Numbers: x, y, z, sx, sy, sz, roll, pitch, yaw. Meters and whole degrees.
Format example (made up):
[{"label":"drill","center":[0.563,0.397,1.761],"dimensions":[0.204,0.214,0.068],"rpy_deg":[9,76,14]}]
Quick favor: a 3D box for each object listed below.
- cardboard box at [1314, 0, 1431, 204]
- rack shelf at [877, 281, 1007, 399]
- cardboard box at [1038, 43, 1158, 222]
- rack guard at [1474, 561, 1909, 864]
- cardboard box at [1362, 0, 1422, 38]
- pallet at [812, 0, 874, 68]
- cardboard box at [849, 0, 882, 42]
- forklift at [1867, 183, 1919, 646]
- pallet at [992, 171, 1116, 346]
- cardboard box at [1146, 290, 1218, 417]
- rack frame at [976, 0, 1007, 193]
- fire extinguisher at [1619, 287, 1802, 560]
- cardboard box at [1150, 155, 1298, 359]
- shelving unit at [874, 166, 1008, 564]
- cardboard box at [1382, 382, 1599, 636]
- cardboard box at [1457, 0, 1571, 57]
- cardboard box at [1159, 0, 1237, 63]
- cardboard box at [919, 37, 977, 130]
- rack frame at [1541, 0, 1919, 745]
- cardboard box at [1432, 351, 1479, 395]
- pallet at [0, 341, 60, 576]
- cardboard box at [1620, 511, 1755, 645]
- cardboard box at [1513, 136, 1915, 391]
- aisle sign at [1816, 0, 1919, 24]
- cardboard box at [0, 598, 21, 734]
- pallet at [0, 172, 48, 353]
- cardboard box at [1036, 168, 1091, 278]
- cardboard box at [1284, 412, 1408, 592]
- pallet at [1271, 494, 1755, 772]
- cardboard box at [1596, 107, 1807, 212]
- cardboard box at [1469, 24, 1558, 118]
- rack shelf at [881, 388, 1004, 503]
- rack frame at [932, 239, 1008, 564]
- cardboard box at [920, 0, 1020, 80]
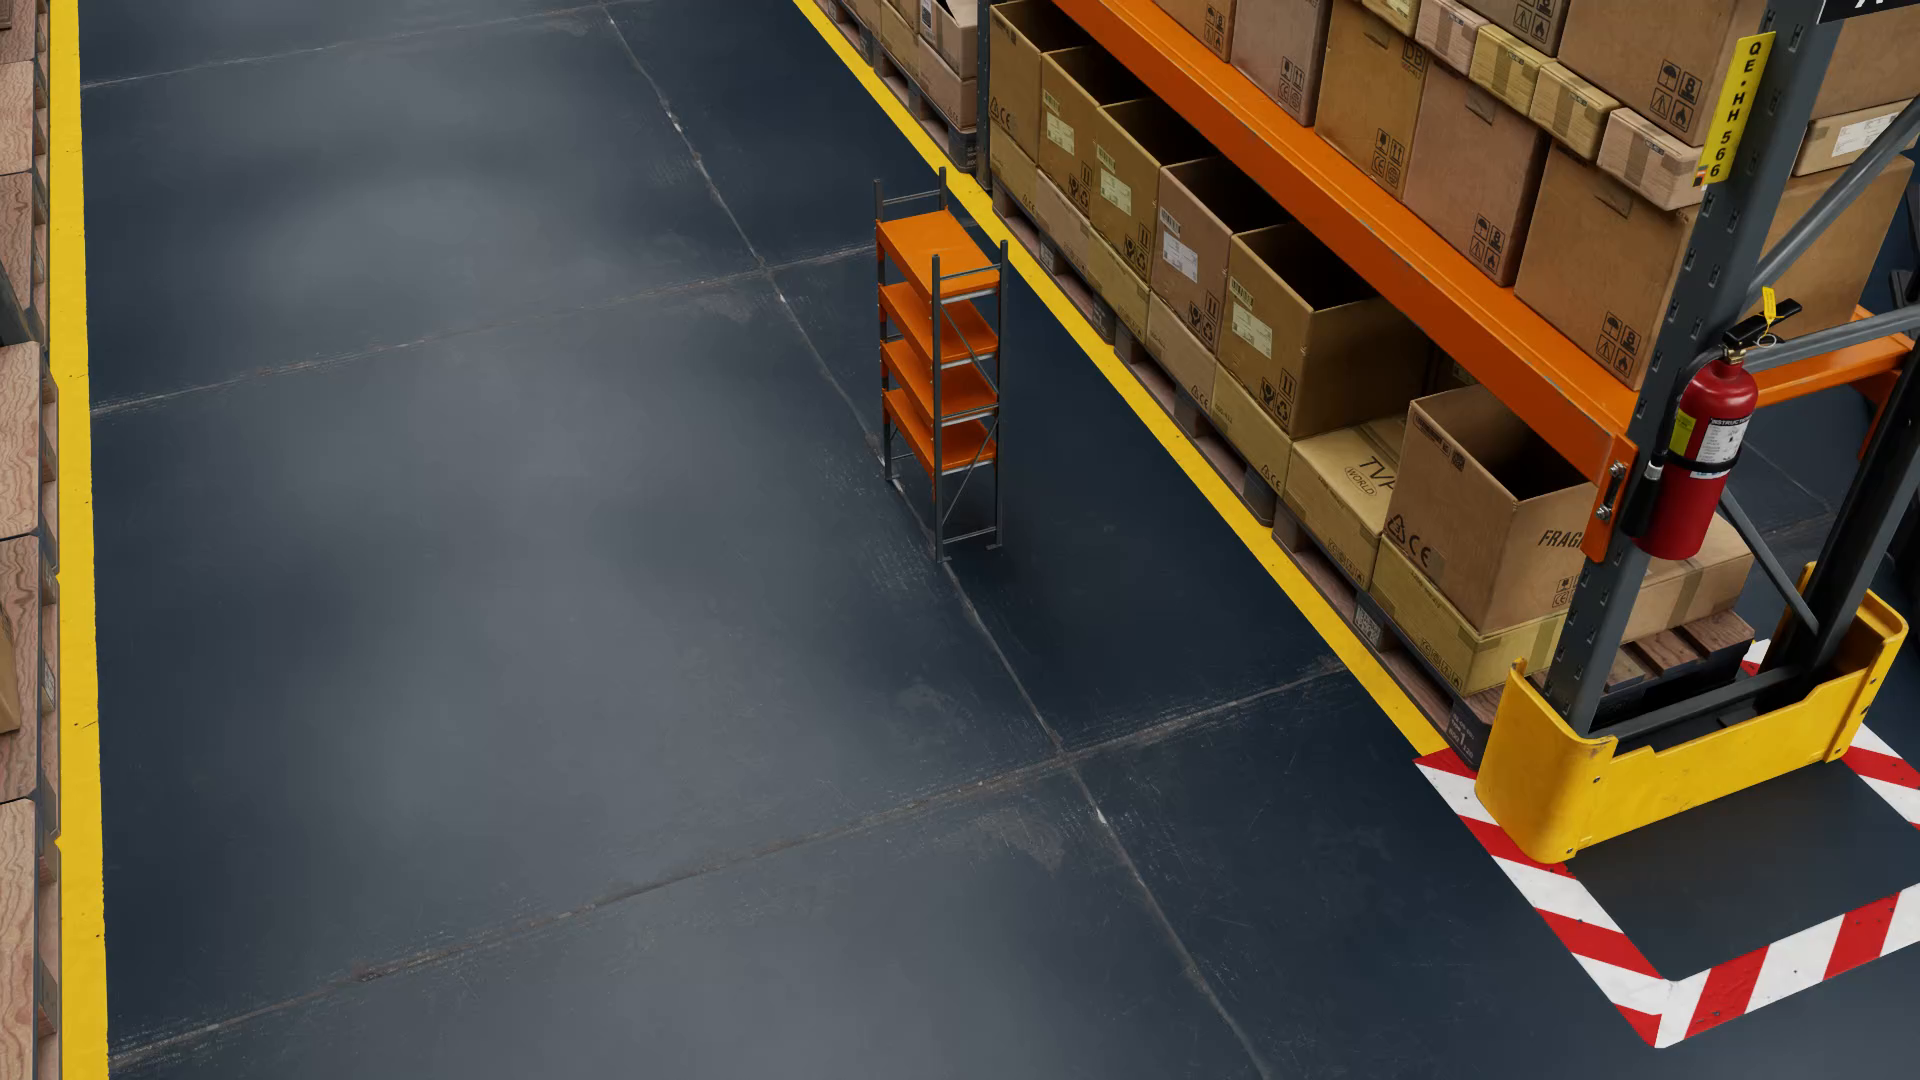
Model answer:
[{"label":"cardboard box","center":[1.532,-1.412,5.015],"dimensions":[0.700,0.500,0.500],"rpy_deg":[-15,43,-17]},{"label":"rack shelf","center":[-0.063,-0.673,5.373],"dimensions":[0.258,0.148,0.480],"rpy_deg":[-15,43,-17]},{"label":"cardboard box","center":[0.645,-1.628,6.554],"dimensions":[0.500,0.500,0.500],"rpy_deg":[-15,43,-17]},{"label":"rack guard","center":[2.098,0.488,4.799],"dimensions":[1.175,0.500,0.348],"rpy_deg":[-15,43,-17]},{"label":"cardboard box","center":[1.372,-1.562,4.692],"dimensions":[0.380,0.149,0.250],"rpy_deg":[-14,43,-16]},{"label":"pallet","center":[-0.231,-2.997,9.073],"dimensions":[1.003,0.211,1.213],"rpy_deg":[-15,43,-17]},{"label":"cardboard box","center":[-0.257,-2.791,8.482],"dimensions":[0.500,0.250,0.500],"rpy_deg":[-14,43,-16]},{"label":"forklift","center":[3.964,-1.486,5.230],"dimensions":[1.130,2.935,3.031],"rpy_deg":[12,42,14]},{"label":"pallet","center":[0.824,-1.337,7.143],"dimensions":[1.003,0.211,1.213],"rpy_deg":[-15,43,-17]},{"label":"cardboard box","center":[1.025,-0.741,6.098],"dimensions":[0.500,0.250,0.500],"rpy_deg":[-15,43,-17]},{"label":"rack frame","center":[0.558,-2.884,6.803],"dimensions":[1.000,3.000,0.127],"rpy_deg":[-15,43,-17]},{"label":"fire extinguisher","center":[1.704,-0.258,3.809],"dimensions":[0.296,0.674,0.183],"rpy_deg":[-15,43,-17]},{"label":"cardboard box","center":[1.022,-1.024,5.852],"dimensions":[0.500,0.500,0.500],"rpy_deg":[-15,43,-17]},{"label":"shelving unit","center":[-0.063,-0.555,5.475],"dimensions":[0.258,1.200,0.503],"rpy_deg":[-15,43,-17]},{"label":"cardboard box","center":[1.608,-0.124,4.805],"dimensions":[0.500,0.500,0.500],"rpy_deg":[-15,43,-17]},{"label":"cardboard box","center":[1.695,-1.636,4.280],"dimensions":[0.700,0.500,0.500],"rpy_deg":[-16,43,-18]},{"label":"cardboard box","center":[1.130,-2.037,5.741],"dimensions":[0.700,0.500,0.500],"rpy_deg":[-14,43,-16]},{"label":"cardboard box","center":[0.131,-2.178,7.769],"dimensions":[0.500,0.250,0.500],"rpy_deg":[-16,43,-17]},{"label":"rack frame","center":[2.088,-0.474,4.001],"dimensions":[1.000,3.000,0.127],"rpy_deg":[-15,43,-17]},{"label":"cardboard box","center":[1.896,-0.555,5.306],"dimensions":[0.500,0.500,0.500],"rpy_deg":[-15,43,-17]},{"label":"pallet","center":[-3.728,-0.193,5.812],"dimensions":[1.003,0.211,1.213],"rpy_deg":[-15,43,-17]},{"label":"cardboard box","center":[2.089,0.030,5.201],"dimensions":[0.500,0.250,0.500],"rpy_deg":[-15,43,-17]},{"label":"cardboard box","center":[1.922,-0.797,4.299],"dimensions":[0.700,0.500,0.500],"rpy_deg":[-15,43,-17]},{"label":"aisle sign","center":[1.842,-1.347,3.022],"dimensions":[0.394,0.787,0.004],"rpy_deg":[-15,43,-17]},{"label":"cardboard box","center":[-3.121,0.308,4.671],"dimensions":[0.700,0.500,0.500],"rpy_deg":[-18,44,-20]},{"label":"pallet","center":[-4.317,-1.057,6.817],"dimensions":[1.003,0.211,1.213],"rpy_deg":[-15,43,-17]},{"label":"cardboard box","center":[0.642,-1.343,6.798],"dimensions":[0.500,0.250,0.500],"rpy_deg":[-15,43,-17]},{"label":"cardboard box","center":[1.408,-0.139,5.397],"dimensions":[0.500,0.250,0.500],"rpy_deg":[-15,43,-17]},{"label":"pallet","center":[1.757,0.133,5.434],"dimensions":[1.003,0.211,1.213],"rpy_deg":[-15,43,-17]},{"label":"cardboard box","center":[1.766,-0.941,3.969],"dimensions":[0.380,0.149,0.250],"rpy_deg":[-16,43,-18]},{"label":"cardboard box","center":[1.567,-1.252,4.331],"dimensions":[0.380,0.149,0.250],"rpy_deg":[-16,43,-17]},{"label":"rack shelf","center":[-0.063,-0.353,5.648],"dimensions":[0.258,0.148,0.480],"rpy_deg":[-15,43,-17]},{"label":"rack frame","center":[0.030,-0.408,5.304],"dimensions":[0.240,1.200,0.015],"rpy_deg":[-15,43,-17]},{"label":"cardboard box","center":[0.138,-2.386,7.580],"dimensions":[0.500,0.311,0.500],"rpy_deg":[-15,43,-17]}]
